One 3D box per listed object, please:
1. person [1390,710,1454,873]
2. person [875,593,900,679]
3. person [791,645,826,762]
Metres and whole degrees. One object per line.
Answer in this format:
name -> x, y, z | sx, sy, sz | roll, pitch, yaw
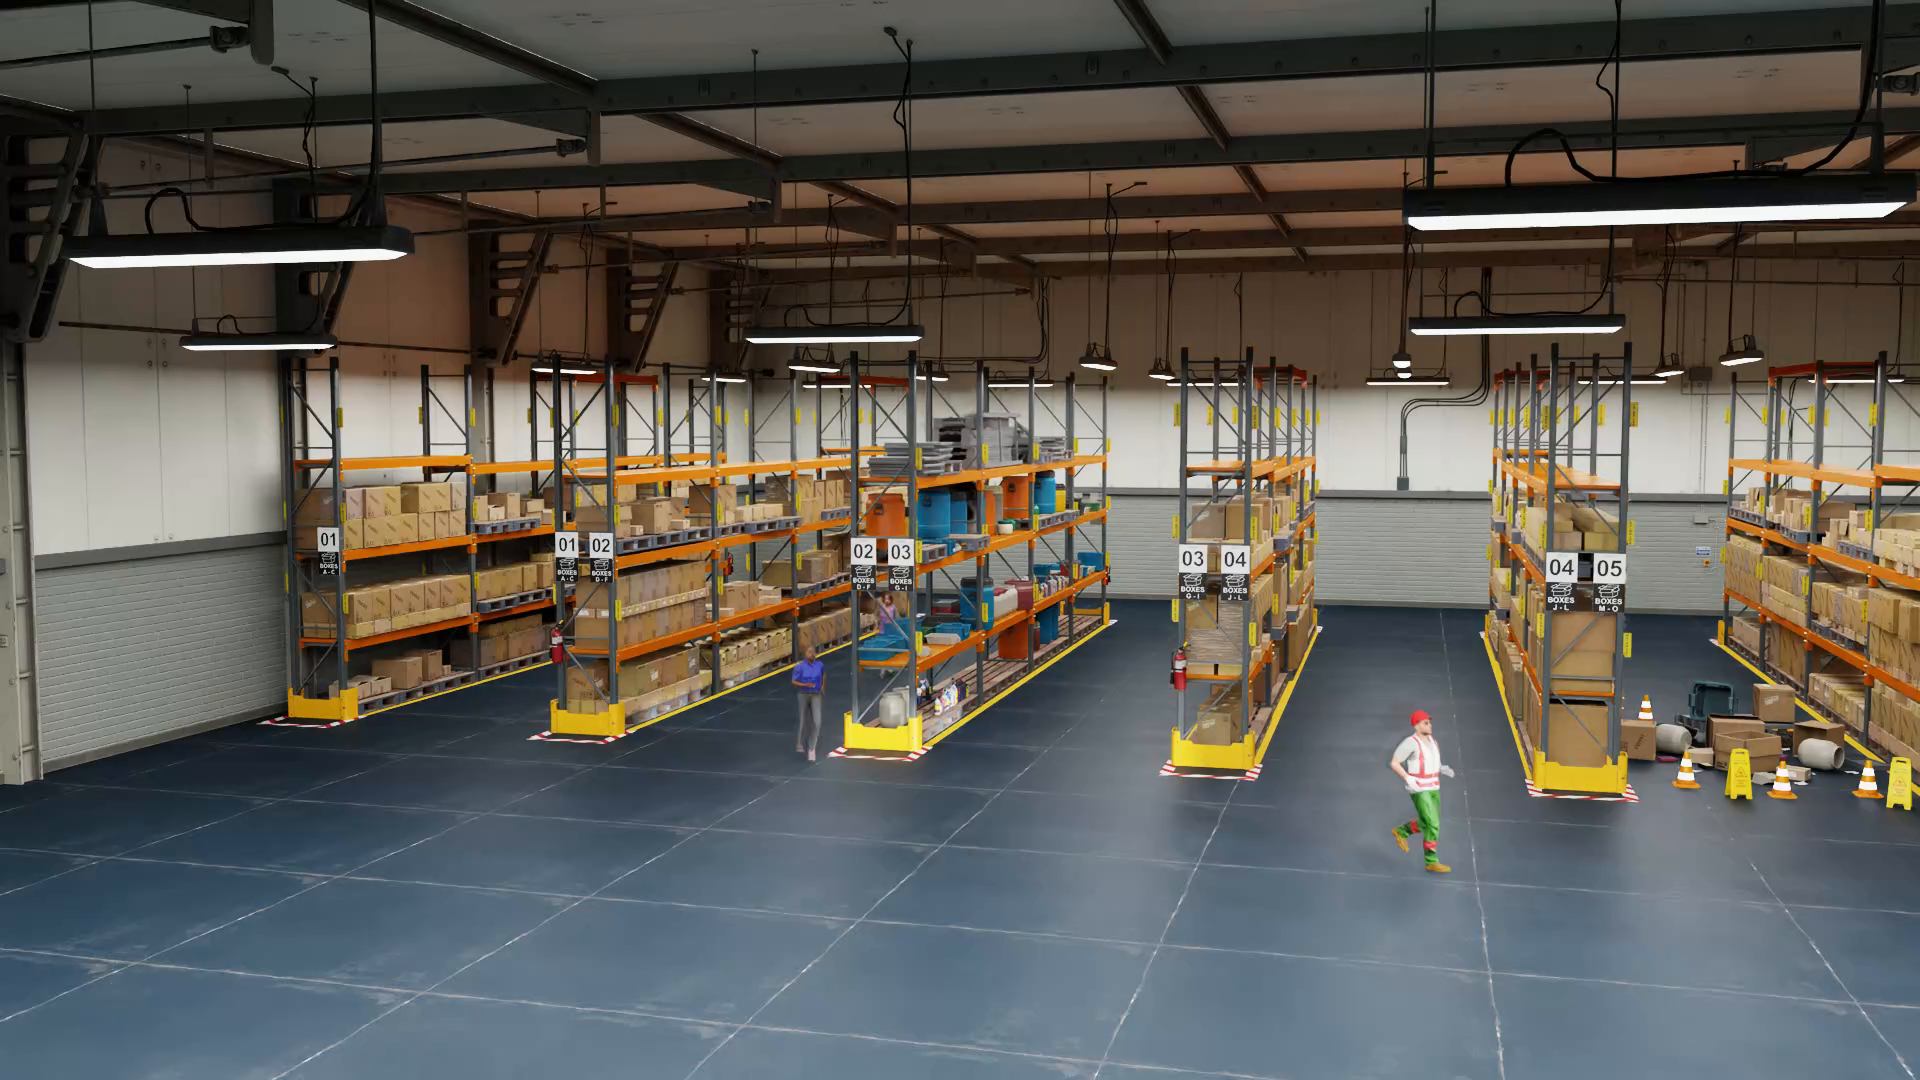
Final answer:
person -> 5.119, 2.769, 18.497 | 0.667, 1.757, 0.837 | -3, 5, -38
person -> -1.409, 1.846, 32.121 | 0.503, 1.639, 0.703 | 0, 4, 3
person -> -2.227, 2.377, 24.485 | 0.556, 1.690, 0.720 | -1, 4, -17
